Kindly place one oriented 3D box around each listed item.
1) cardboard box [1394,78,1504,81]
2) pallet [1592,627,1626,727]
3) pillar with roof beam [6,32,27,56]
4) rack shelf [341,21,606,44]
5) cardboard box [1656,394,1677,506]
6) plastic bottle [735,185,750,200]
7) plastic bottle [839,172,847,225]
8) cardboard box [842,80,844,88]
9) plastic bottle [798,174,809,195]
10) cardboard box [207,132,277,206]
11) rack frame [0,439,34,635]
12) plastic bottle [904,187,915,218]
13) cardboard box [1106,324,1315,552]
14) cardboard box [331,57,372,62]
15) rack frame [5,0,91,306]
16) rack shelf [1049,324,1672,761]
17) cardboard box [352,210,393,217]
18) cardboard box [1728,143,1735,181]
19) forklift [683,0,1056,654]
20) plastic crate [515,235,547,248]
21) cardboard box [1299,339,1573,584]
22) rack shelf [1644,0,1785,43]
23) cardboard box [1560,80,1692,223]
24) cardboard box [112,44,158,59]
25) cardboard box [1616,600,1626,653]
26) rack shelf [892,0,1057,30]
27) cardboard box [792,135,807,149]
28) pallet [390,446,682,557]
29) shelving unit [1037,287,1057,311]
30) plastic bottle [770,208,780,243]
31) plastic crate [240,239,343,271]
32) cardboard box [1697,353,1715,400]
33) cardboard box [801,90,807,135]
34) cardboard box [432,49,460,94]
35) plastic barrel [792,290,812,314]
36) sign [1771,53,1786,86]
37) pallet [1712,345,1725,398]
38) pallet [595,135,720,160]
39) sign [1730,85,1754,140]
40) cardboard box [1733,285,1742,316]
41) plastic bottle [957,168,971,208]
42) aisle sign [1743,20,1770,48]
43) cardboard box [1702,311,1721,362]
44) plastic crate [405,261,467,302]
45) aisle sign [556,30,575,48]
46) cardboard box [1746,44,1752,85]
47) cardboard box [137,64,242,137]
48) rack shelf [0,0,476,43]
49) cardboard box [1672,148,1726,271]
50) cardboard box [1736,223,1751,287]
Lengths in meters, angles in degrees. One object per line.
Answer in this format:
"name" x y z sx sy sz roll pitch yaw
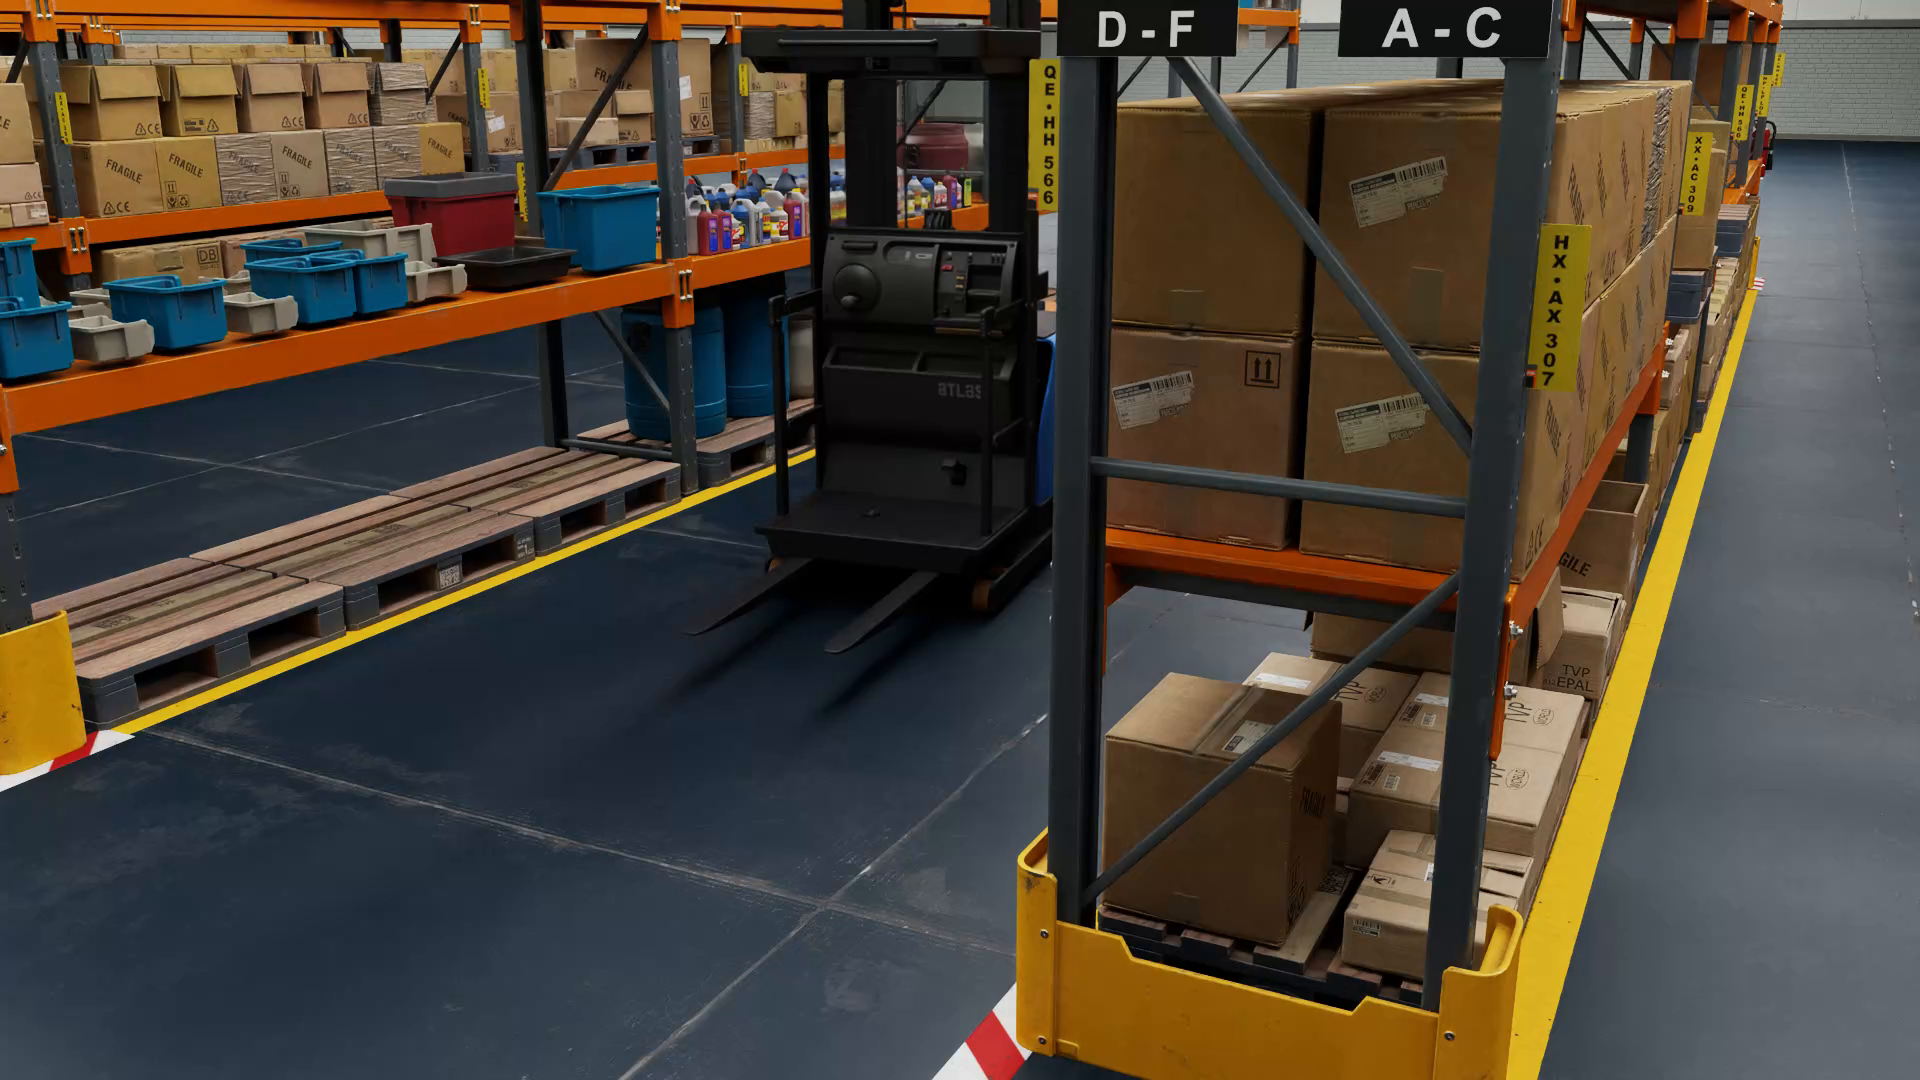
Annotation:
"cardboard box" 2.011 -1.571 6.613 0.500 0.500 0.500 9 19 27
"pallet" 2.165 0.384 6.862 1.003 0.211 1.213 8 18 25
"pillar with roof beam" -11.599 -9.602 25.049 9.100 9.000 0.400 8 18 25
"rack shelf" -6.311 -6.686 21.762 1.077 0.370 4.000 8 18 25
"cardboard box" 3.366 -0.496 8.544 0.500 0.500 0.500 8 18 26
"plastic bottle" -1.397 -2.142 10.695 0.097 0.271 0.097 0 17 0
"plastic bottle" -0.730 -2.189 10.714 0.144 0.351 0.185 8 18 25
"cardboard box" -1.494 -5.689 19.955 0.500 0.500 0.500 8 18 25
"plastic bottle" -1.097 -2.410 11.597 0.097 0.271 0.097 0 17 0
"cardboard box" -5.511 -2.778 12.433 0.500 0.500 0.500 8 18 24
"rack frame" -3.744 -0.740 5.748 1.000 3.000 0.127 8 18 25
"plastic bottle" -0.357 -2.315 11.401 0.097 0.201 0.097 0 17 0
"cardboard box" 0.642 -0.306 4.109 0.500 0.500 0.500 9 19 27
"cardboard box" -7.422 -5.484 19.787 0.700 0.500 0.500 8 18 24
"rack frame" -6.388 -2.389 11.300 1.000 3.000 0.127 8 18 25
"rack shelf" 1.579 -0.273 5.440 1.077 0.370 4.000 8 18 25
"cardboard box" -4.927 -2.418 14.390 1.225 0.875 0.875 7 18 23
"cardboard box" 6.470 -3.462 14.738 0.700 0.500 0.500 8 18 25
"forklift" -0.260 -1.201 7.420 1.130 2.935 3.031 6 18 19
"plastic crate" -2.292 -1.561 8.869 0.396 0.136 0.243 8 18 25
"cardboard box" 1.120 -0.236 3.876 0.500 0.500 0.500 9 19 27
"rack shelf" 6.941 -4.768 15.304 1.077 0.370 4.000 8 18 25
"cardboard box" 2.479 -1.493 6.352 0.500 0.500 0.500 8 18 26
"cardboard box" -11.288 -6.442 22.491 0.700 0.500 0.500 8 18 25
"cardboard box" 2.358 0.312 6.439 0.380 0.149 0.250 8 18 25
"rack shelf" 0.724 -4.380 13.999 1.077 0.370 4.000 8 18 25
"cardboard box" -1.986 -4.575 19.102 0.380 0.149 0.250 8 18 25
"pallet" -2.250 -0.230 8.928 1.003 0.211 1.213 8 18 25
"shelving unit" 0.389 -0.894 9.558 0.538 1.125 1.048 6 18 19
"plastic bottle" -1.126 -1.877 9.925 0.097 0.201 0.097 0 17 0
"plastic crate" -3.056 -1.244 7.634 0.416 0.233 0.300 8 18 25
"cardboard box" 4.757 -1.126 11.139 0.500 0.250 0.500 8 18 25
"cardboard box" -2.168 -4.987 19.349 0.875 0.500 0.500 8 18 25
"cardboard box" -6.868 -5.918 21.020 0.875 0.550 0.550 8 18 25
"plastic barrel" -0.877 -1.409 11.497 0.600 0.588 0.708 8 18 25
"sign" 8.314 -4.780 16.901 0.100 0.325 0.005 8 18 25
"pallet" 5.210 -1.324 12.612 1.003 0.211 1.213 8 18 25
"pallet" -3.284 -4.159 17.595 1.003 0.211 1.213 8 18 25
"sign" 4.750 -2.597 10.106 0.100 0.325 0.005 8 18 25
"cardboard box" 6.526 -2.128 14.513 0.500 0.250 0.500 8 18 25
"plastic bottle" 0.032 -2.565 12.095 0.061 0.283 0.133 8 18 25
"aisle sign" 8.127 -5.410 16.905 0.394 0.787 0.004 8 18 25
"cardboard box" 4.757 -1.395 11.059 0.500 0.311 0.500 9 19 27
"plastic crate" -2.466 -1.179 7.585 0.293 0.136 0.466 8 18 25
"aisle sign" -5.654 -7.405 23.621 0.394 0.787 0.004 8 18 25
"cardboard box" 6.913 -4.333 15.389 0.700 0.500 0.500 8 18 25
"cardboard box" -5.792 -3.255 12.278 0.797 0.503 0.637 8 18 26
"rack shelf" -5.494 -3.992 12.690 1.077 0.370 4.000 8 18 25
"cardboard box" 2.885 -1.469 7.290 0.700 0.500 0.500 2 17 7
"cardboard box" 6.535 -2.486 14.402 0.500 0.500 0.500 8 18 25
